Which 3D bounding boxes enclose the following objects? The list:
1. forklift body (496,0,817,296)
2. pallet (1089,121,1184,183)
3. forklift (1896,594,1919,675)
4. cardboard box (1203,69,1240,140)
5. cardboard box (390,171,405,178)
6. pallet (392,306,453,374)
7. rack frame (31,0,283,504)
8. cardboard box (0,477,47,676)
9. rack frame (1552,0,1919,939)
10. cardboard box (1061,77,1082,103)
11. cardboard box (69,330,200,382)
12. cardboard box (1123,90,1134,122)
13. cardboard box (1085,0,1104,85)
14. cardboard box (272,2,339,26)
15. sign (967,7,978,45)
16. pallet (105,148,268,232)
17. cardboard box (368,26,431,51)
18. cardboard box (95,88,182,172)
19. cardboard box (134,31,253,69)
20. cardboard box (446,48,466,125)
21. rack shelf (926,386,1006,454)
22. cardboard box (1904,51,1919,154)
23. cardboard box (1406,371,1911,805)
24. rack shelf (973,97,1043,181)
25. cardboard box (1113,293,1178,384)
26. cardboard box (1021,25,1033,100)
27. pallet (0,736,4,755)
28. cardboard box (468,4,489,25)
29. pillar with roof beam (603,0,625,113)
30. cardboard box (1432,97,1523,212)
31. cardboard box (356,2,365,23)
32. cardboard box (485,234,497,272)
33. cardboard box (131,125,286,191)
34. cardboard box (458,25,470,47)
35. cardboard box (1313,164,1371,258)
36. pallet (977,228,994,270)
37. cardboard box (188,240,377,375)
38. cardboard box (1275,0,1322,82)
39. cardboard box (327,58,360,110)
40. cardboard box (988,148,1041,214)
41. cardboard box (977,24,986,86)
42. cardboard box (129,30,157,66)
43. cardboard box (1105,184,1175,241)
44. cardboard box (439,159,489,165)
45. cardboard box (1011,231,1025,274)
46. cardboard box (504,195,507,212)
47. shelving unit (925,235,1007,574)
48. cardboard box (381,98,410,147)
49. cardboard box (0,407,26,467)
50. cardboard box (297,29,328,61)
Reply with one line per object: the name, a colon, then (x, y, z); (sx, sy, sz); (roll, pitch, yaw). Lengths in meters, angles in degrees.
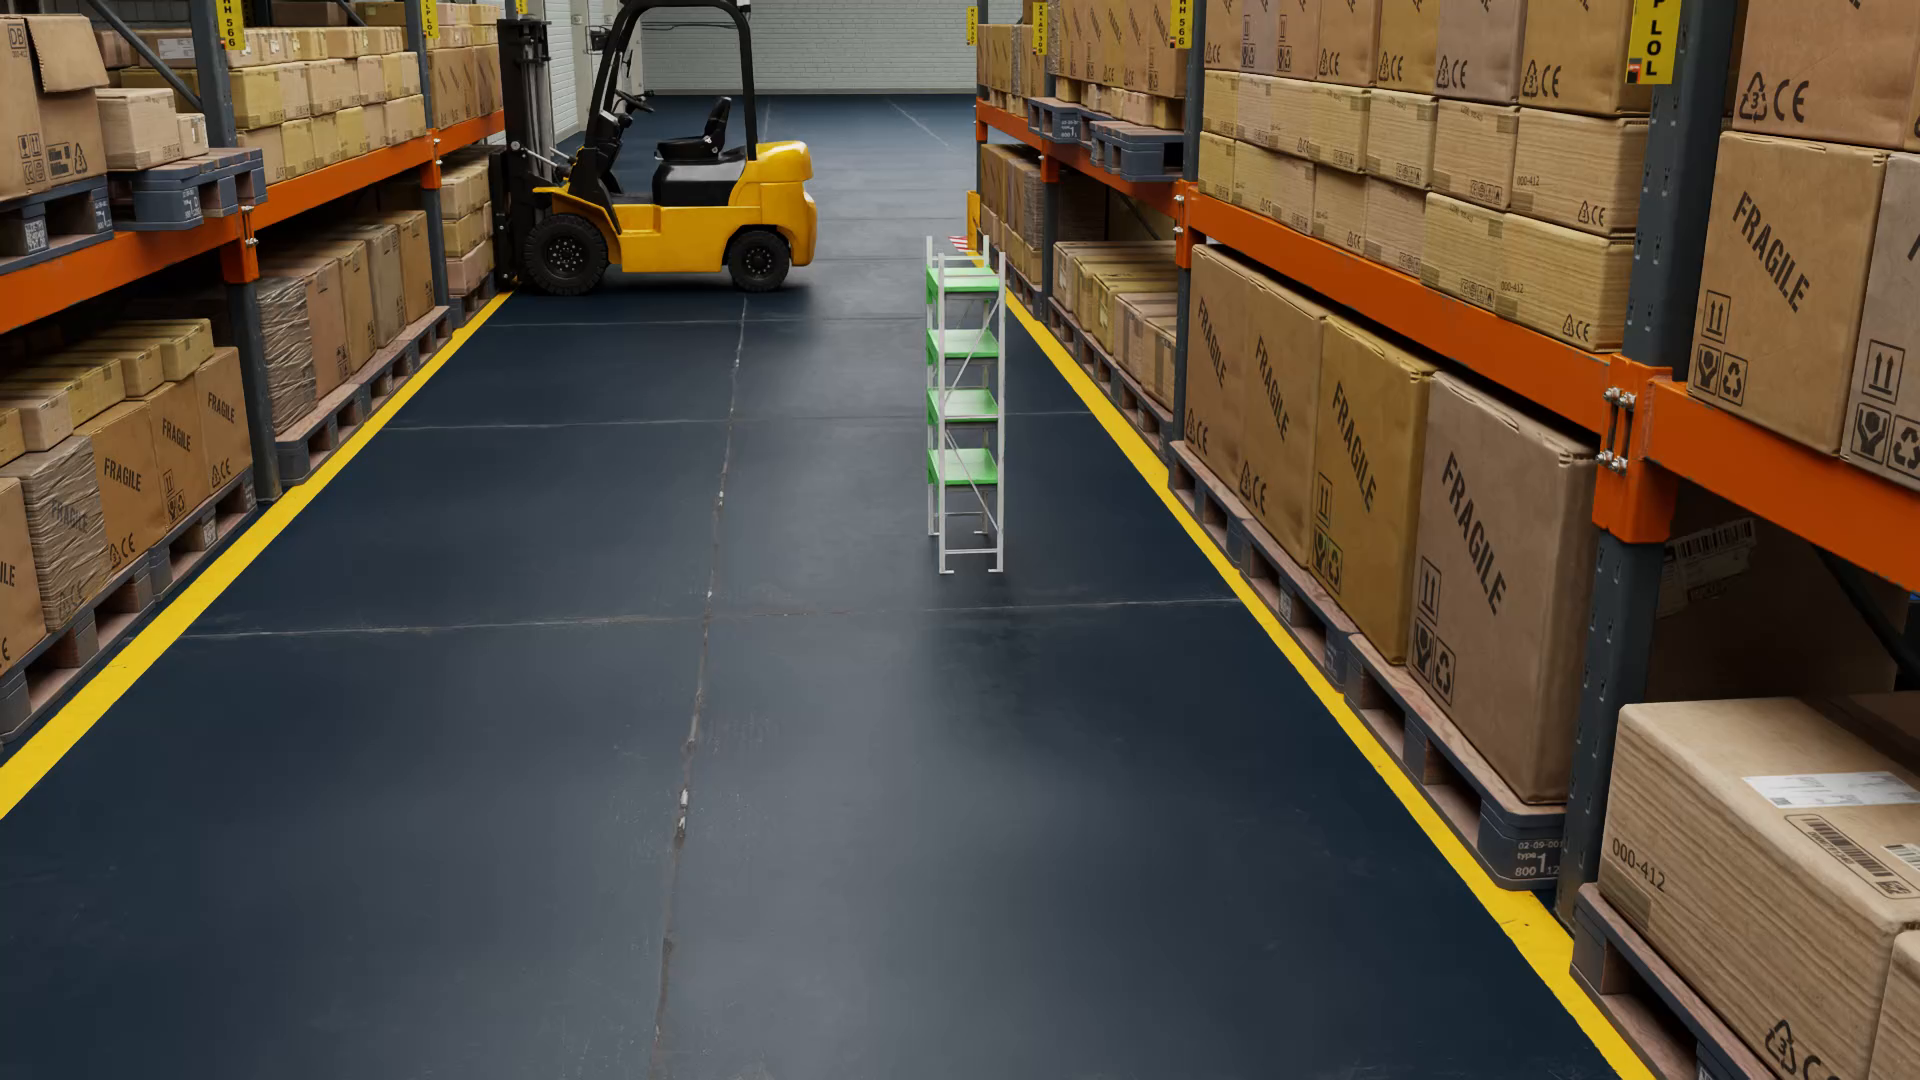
forklift body: (-2.275, -3.060, 12.833); (2.313, 2.155, 1.214); (-2, 18, -6)
pallet: (1.297, -1.862, 7.921); (1.213, 0.211, 1.003); (-2, 18, -6)
forklift: (3.079, -1.368, 6.141); (1.130, 2.935, 3.031); (0, 17, -1)
cardboard box: (1.283, -1.753, 6.669); (0.500, 0.250, 0.500); (-2, 18, -6)
cardboard box: (-4.183, -2.439, 11.657); (0.500, 0.250, 0.500); (-2, 18, -6)
pallet: (-3.758, -1.233, 10.253); (1.003, 0.211, 1.213); (-2, 18, -6)
rack frame: (-3.460, -1.590, 6.734); (1.000, 3.000, 0.127); (-2, 18, -6)
cardboard box: (-2.985, 0.136, 4.709); (0.500, 0.500, 0.500); (-2, 18, -7)
rack frame: (1.889, -0.553, 3.430); (1.000, 3.000, 0.127); (-2, 18, -6)
cardboard box: (0.824, -2.768, 10.204); (0.380, 0.149, 0.250); (-1, 17, -5)
cardboard box: (-3.098, -0.688, 6.249); (0.380, 0.149, 0.250); (-3, 18, -9)
cardboard box: (1.021, -2.142, 8.211); (0.380, 0.149, 0.250); (-3, 18, -8)
cardboard box: (0.981, -2.728, 8.994); (0.500, 0.500, 0.500); (-2, 18, -8)
cardboard box: (-4.206, -3.367, 10.647); (0.380, 0.149, 0.250); (-2, 18, -6)
sign: (0.112, -4.524, 14.635); (0.100, 0.325, 0.005); (-2, 18, -6)
pallet: (-3.320, -1.299, 6.127); (1.213, 0.211, 1.003); (-2, 18, -6)
cardboard box: (-3.644, -3.242, 10.746); (0.380, 0.149, 0.250); (-2, 18, -7)
cardboard box: (-3.029, -1.415, 5.724); (0.500, 0.250, 0.500); (-3, 18, -8)
cardboard box: (-3.200, -2.051, 6.954); (0.380, 0.149, 0.250); (-1, 17, -4)
cardboard box: (-3.729, -3.125, 11.455); (0.500, 0.500, 0.500); (-1, 17, -5)
rack shelf: (0.017, -0.462, 6.359); (0.258, 0.148, 0.480); (-2, 18, -6)
cardboard box: (1.743, -0.778, 2.310); (0.500, 0.500, 0.500); (-2, 18, -6)
cardboard box: (1.746, 0.078, 4.266); (0.875, 0.875, 0.875); (-1, 17, -4)
rack shelf: (0.858, -3.189, 13.028); (1.077, 0.370, 4.000); (-2, 18, -6)
cardboard box: (1.344, -1.079, 8.794); (0.950, 0.372, 0.625); (-2, 18, -7)
cardboard box: (0.711, -3.404, 11.848); (0.500, 0.500, 0.500); (-1, 17, -4)
pallet: (-3.169, 0.691, 4.124); (1.003, 0.211, 1.213); (-2, 18, -6)
cardboard box: (-3.807, -3.995, 12.649); (0.380, 0.149, 0.250); (-1, 17, -5)
pillar with roof beam: (-3.303, -13.884, 35.878); (9.100, 9.000, 0.400); (-2, 18, -6)
cardboard box: (1.543, -0.992, 4.246); (0.500, 0.250, 0.500); (-1, 17, -4)
cardboard box: (-3.745, -3.460, 10.943); (0.380, 0.149, 0.250); (-2, 17, -5)
cardboard box: (-3.729, -2.128, 12.337); (0.500, 0.250, 0.500); (-1, 17, -5)
cardboard box: (-3.263, -1.658, 7.202); (0.500, 0.250, 0.500); (-2, 18, -5)
cardboard box: (-3.747, -3.624, 11.964); (0.380, 0.149, 0.250); (-2, 18, -7)
cardboard box: (1.450, -1.064, 5.308); (0.500, 0.250, 0.500); (-2, 18, -6)
pallet: (0.708, -2.532, 14.389); (1.003, 0.211, 1.213); (-2, 18, -6)
cardboard box: (-3.656, -1.239, 8.879); (0.875, 0.625, 0.625); (-3, 18, -8)
cardboard box: (1.383, -1.813, 5.607); (0.500, 0.500, 0.500); (-1, 17, -4)
cardboard box: (-3.427, -2.354, 8.583); (0.500, 0.250, 0.500); (-2, 17, -5)
cardboard box: (0.521, -2.963, 13.744); (0.500, 0.500, 0.500); (-2, 18, -8)
cardboard box: (0.425, -4.168, 14.282); (0.500, 0.500, 0.500); (-2, 18, -6)
cardboard box: (-3.799, -2.192, 7.400); (0.380, 0.149, 0.250); (-2, 18, -6)
cardboard box: (1.272, -2.367, 11.845); (0.500, 0.500, 0.500); (-1, 17, -3)
cardboard box: (-3.762, -2.758, 12.676); (0.500, 0.250, 0.500); (-2, 18, -7)
cardboard box: (0.671, -2.151, 12.410); (0.500, 0.250, 0.500); (-2, 18, -7)
cardboard box: (-3.761, -2.513, 12.729); (0.500, 0.250, 0.500); (-2, 18, -6)
shelving unit: (0.017, -0.523, 6.340); (0.258, 1.200, 0.503); (-2, 18, -6)
cardboard box: (-3.503, -2.419, 9.624); (0.500, 0.250, 0.500); (-2, 18, -6)
cardboard box: (-3.074, -0.297, 5.006); (0.380, 0.149, 0.250); (-2, 18, -5)
cardboard box: (-3.344, -2.436, 8.177); (0.380, 0.149, 0.250); (-1, 17, -4)
